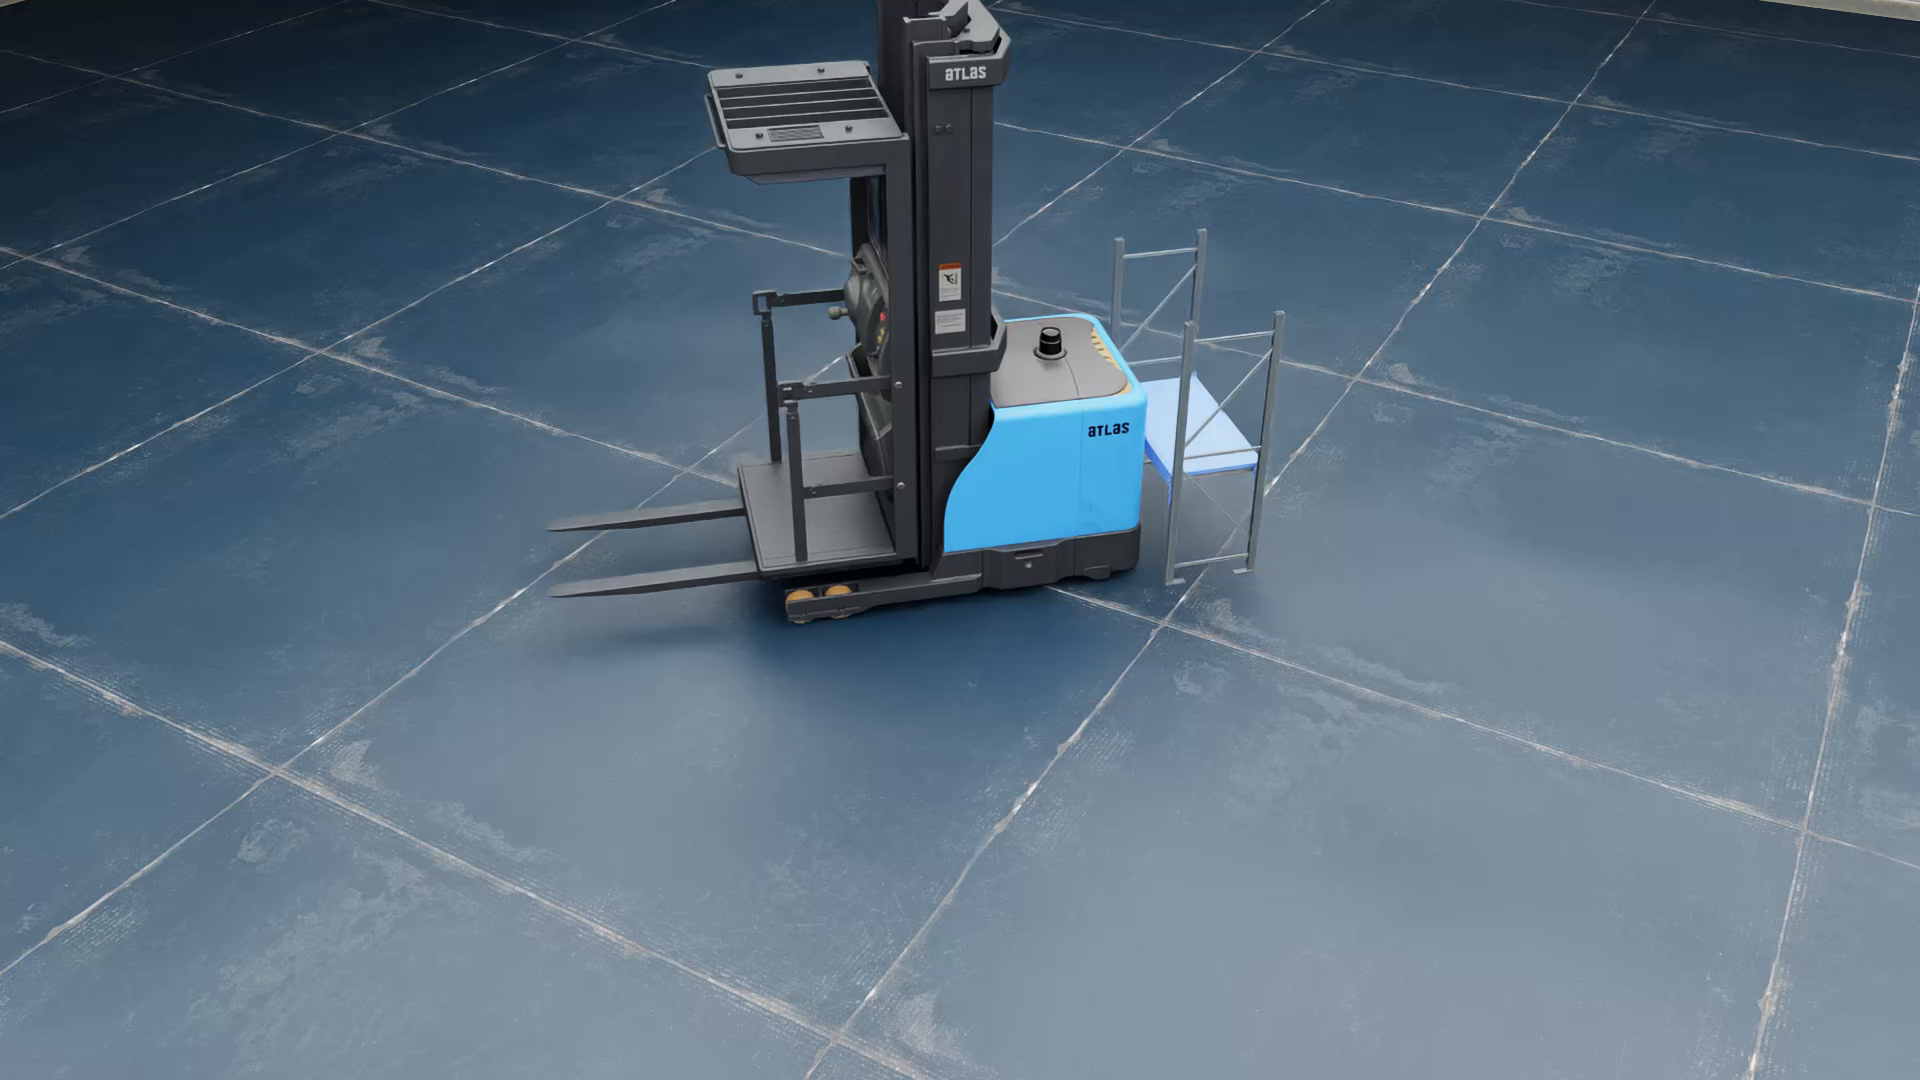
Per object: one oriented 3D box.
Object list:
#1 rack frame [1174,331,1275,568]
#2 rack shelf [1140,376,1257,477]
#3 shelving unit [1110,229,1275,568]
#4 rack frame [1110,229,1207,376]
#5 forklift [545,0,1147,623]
[{"bbox_3d":[1.306,-0.431,8.314,0.475,1.308,0.013,-8,35,-12],"label":"rack frame"},{"bbox_3d":[1.181,-0.610,8.787,0.459,0.026,0.952,-8,35,-12],"label":"rack shelf"},{"bbox_3d":[1.180,-0.706,8.728,0.500,1.500,1.039,-8,35,-12],"label":"shelving unit"},{"bbox_3d":[1.055,-0.977,9.134,0.500,1.500,0.032,-8,35,-12],"label":"rack frame"},{"bbox_3d":[-0.632,-1.121,8.060,3.031,2.935,1.130,-7,34,-10],"label":"forklift"}]
